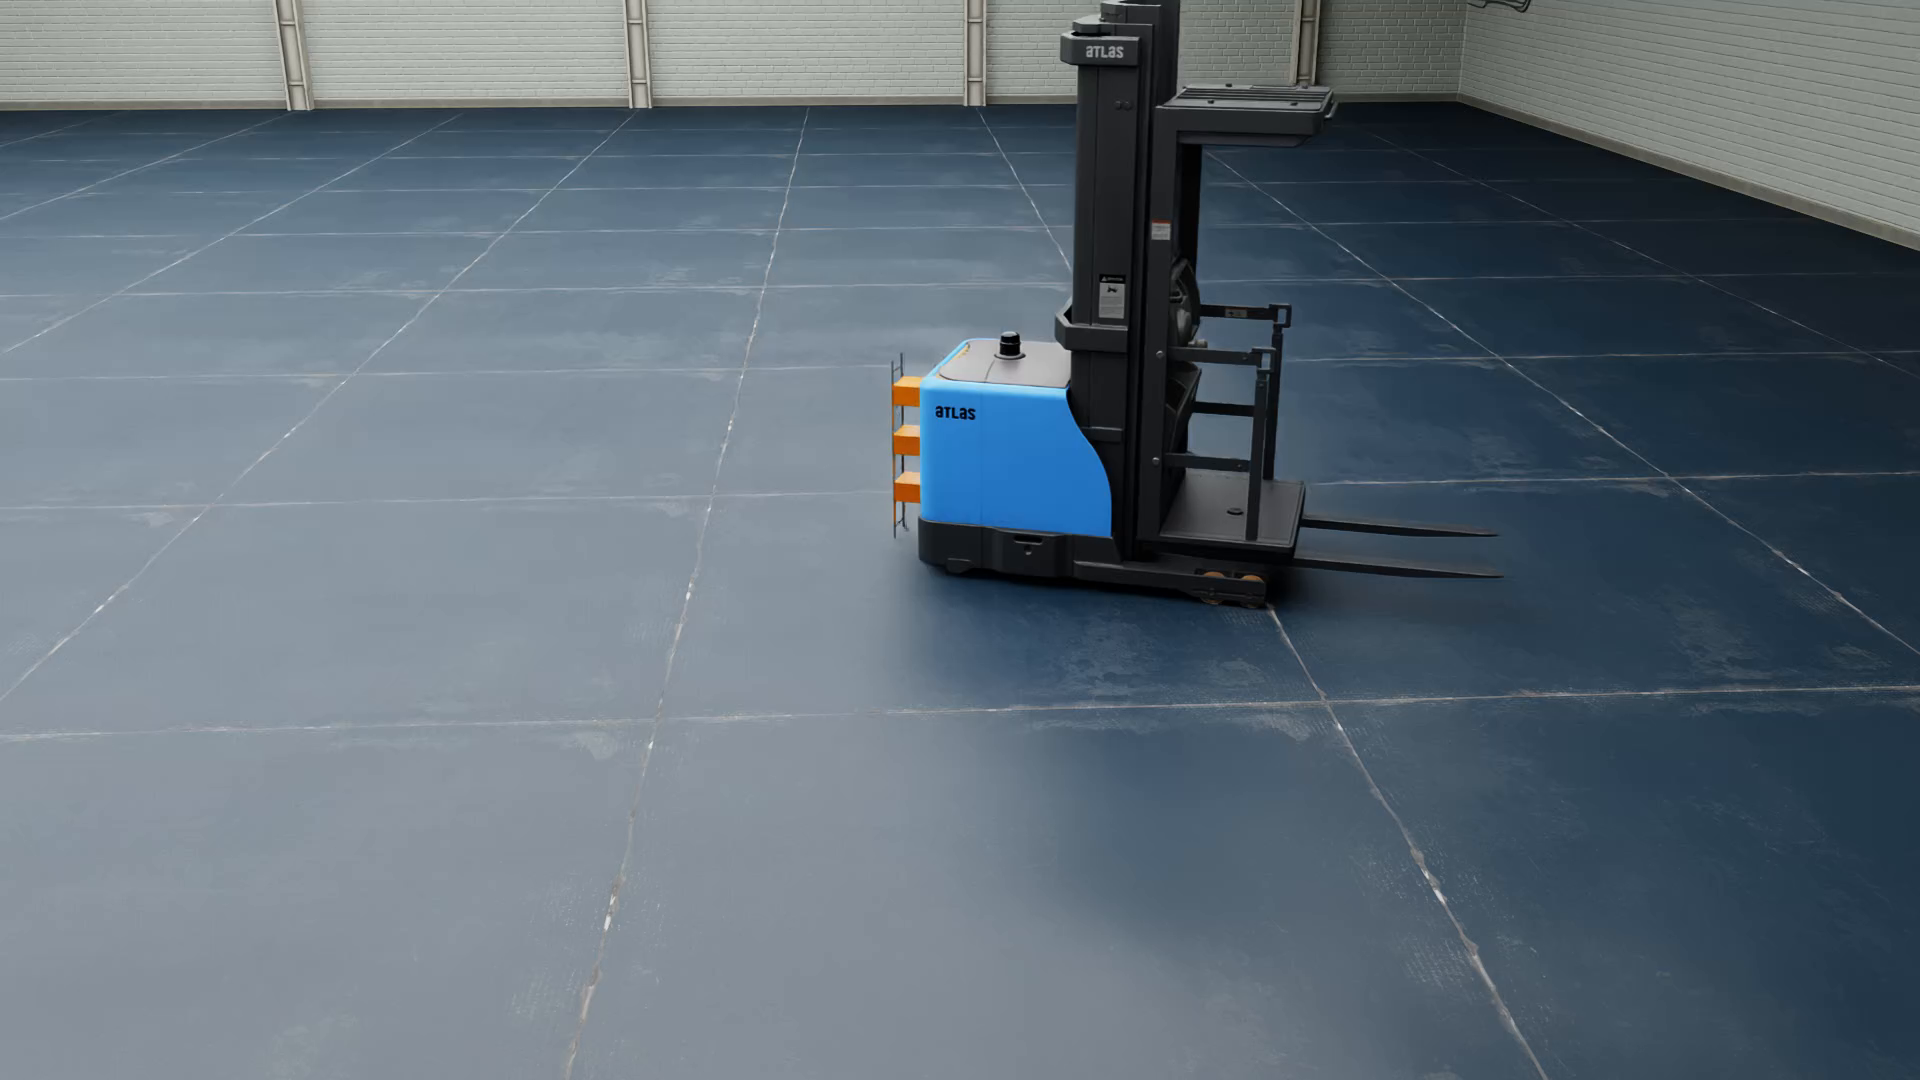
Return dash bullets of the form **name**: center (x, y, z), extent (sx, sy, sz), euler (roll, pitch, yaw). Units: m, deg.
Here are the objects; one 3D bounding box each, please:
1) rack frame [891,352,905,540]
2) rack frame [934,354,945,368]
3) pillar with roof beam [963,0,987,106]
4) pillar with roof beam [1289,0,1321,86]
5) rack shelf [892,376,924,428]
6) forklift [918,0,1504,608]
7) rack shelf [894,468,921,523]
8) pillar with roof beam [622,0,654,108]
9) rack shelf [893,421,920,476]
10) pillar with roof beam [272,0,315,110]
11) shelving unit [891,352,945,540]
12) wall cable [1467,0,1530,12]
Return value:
- **rack frame**: center (-0.349, -0.525, 9.360), extent (0.008, 1.050, 0.200), euler (5, 21, 14)
- **rack frame**: center (-0.113, -0.503, 9.303), extent (0.008, 1.050, 0.200), euler (5, 21, 14)
- **pillar with roof beam**: center (0.510, -10.582, 24.605), extent (0.400, 9.000, 9.100), euler (-1, 21, -3)
- **pillar with roof beam**: center (6.501, -10.704, 24.925), extent (0.400, 9.000, 9.100), euler (-1, 21, -3)
- **rack shelf**: center (-0.231, -0.769, 9.234), extent (0.240, 0.259, 0.215), euler (5, 21, 14)
- **forklift**: center (1.349, -1.229, 8.568), extent (3.031, 2.935, 1.130), euler (5, 21, 14)
- **rack shelf**: center (-0.231, -0.244, 9.434), extent (0.240, 0.259, 0.215), euler (5, 21, 14)
- **pillar with roof beam**: center (-5.480, -10.460, 24.285), extent (0.400, 9.000, 9.100), euler (-1, 21, -3)
- **rack shelf**: center (-0.231, -0.504, 9.335), extent (0.240, 0.259, 0.215), euler (5, 21, 14)
- **pillar with roof beam**: center (-11.470, -10.338, 23.965), extent (0.400, 9.000, 9.100), euler (-1, 21, -3)
- **shelving unit**: center (-0.231, -0.514, 9.332), extent (0.252, 1.050, 0.215), euler (5, 21, 14)
- **wall cable**: center (9.271, -10.372, 28.417), extent (0.112, 2.526, 3.097), euler (-1, 21, -3)
